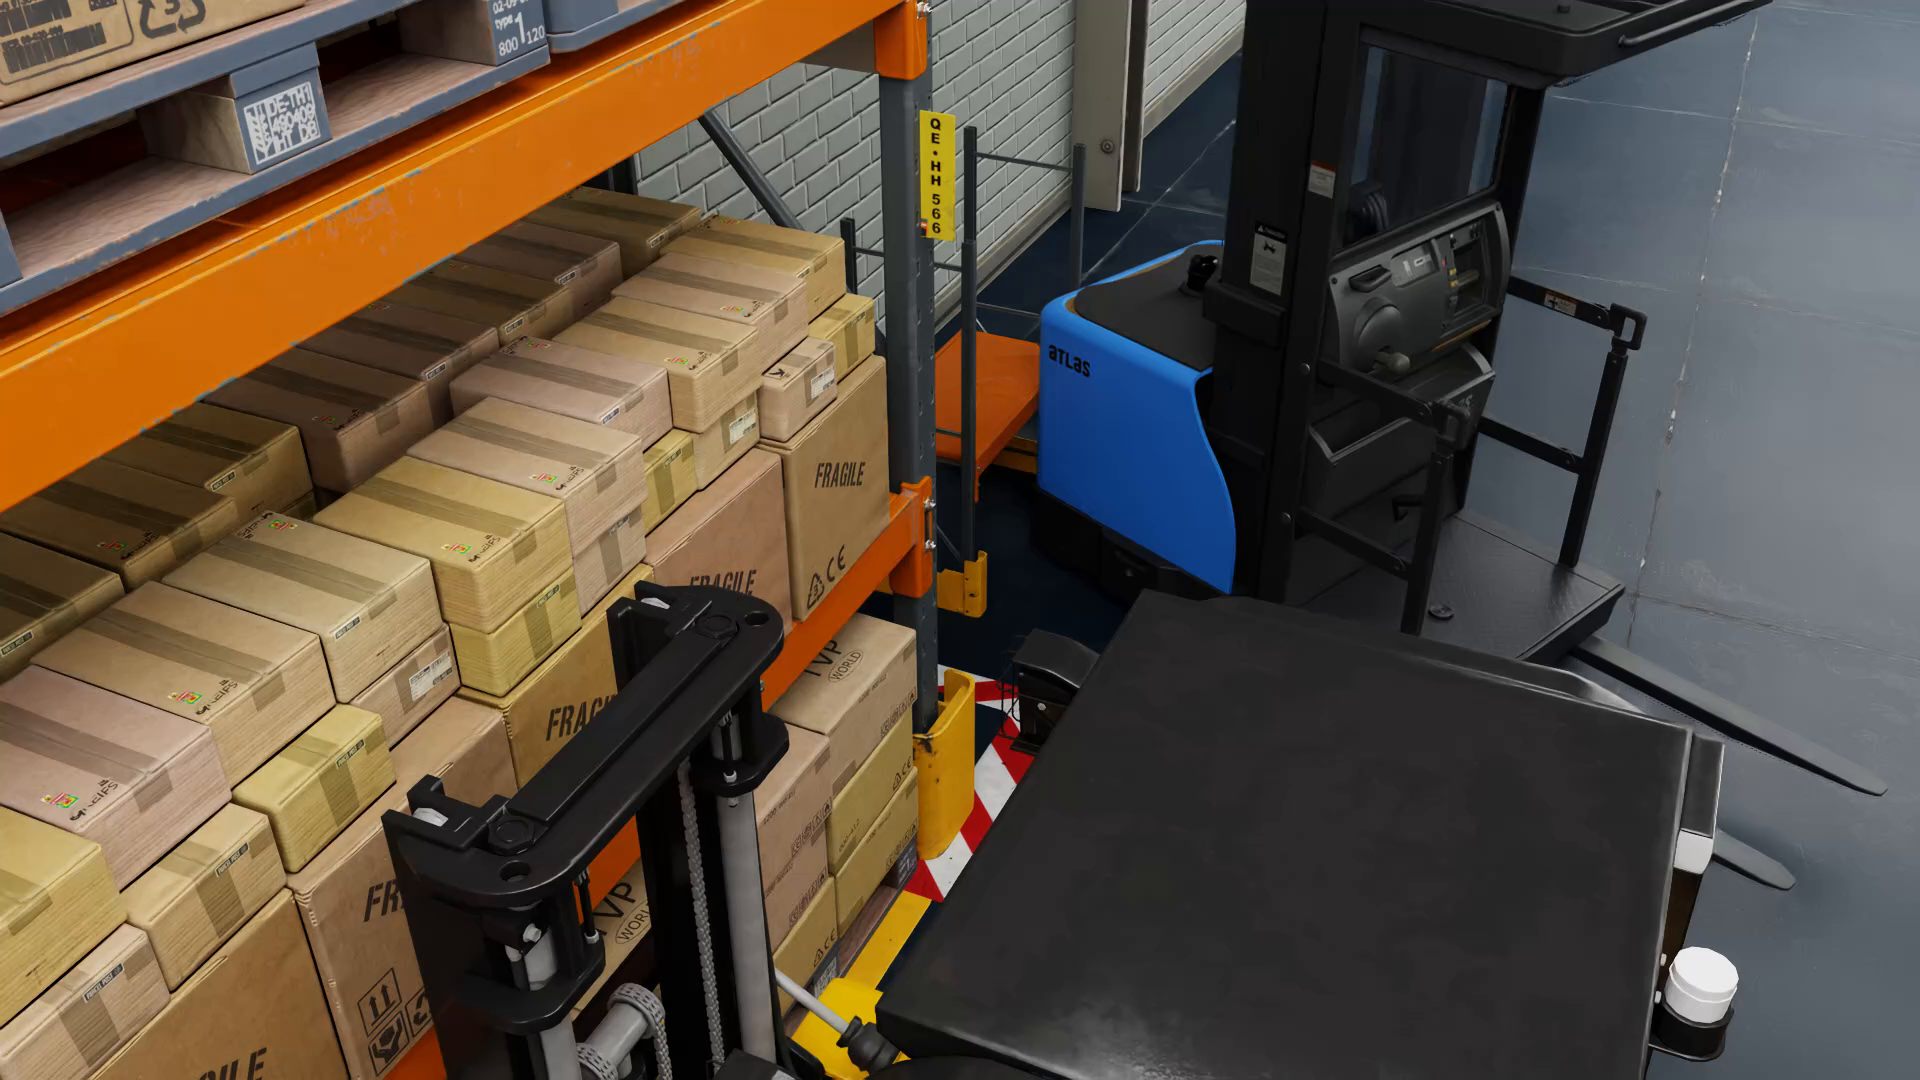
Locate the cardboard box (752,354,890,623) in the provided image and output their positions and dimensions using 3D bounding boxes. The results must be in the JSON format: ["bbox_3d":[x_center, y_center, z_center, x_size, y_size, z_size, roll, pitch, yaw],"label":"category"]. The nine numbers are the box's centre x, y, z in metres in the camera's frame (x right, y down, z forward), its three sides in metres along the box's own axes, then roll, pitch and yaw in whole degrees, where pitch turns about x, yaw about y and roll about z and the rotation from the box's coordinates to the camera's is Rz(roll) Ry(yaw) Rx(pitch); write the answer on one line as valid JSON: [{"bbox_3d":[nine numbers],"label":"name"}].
[{"bbox_3d":[-0.512,-0.182,4.200,0.500,0.500,0.500,13,36,19],"label":"cardboard box"}]

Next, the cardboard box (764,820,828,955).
[{"bbox_3d":[-0.684,0.881,4.339,0.500,0.250,0.500,14,36,20],"label":"cardboard box"}]

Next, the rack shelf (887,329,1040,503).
[{"bbox_3d":[0.036,-0.519,6.502,0.538,0.185,1.000,14,36,20],"label":"rack shelf"}]

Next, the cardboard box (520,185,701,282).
[{"bbox_3d":[-0.880,-0.764,4.226,0.380,0.149,0.250,13,36,20],"label":"cardboard box"}]

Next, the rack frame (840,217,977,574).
[{"bbox_3d":[-0.177,-0.416,6.017,0.500,1.500,0.032,14,36,20],"label":"rack frame"}]

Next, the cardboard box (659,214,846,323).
[{"bbox_3d":[-0.504,-0.656,4.061,0.380,0.149,0.250,14,36,21],"label":"cardboard box"}]

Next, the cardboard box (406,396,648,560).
[{"bbox_3d":[-0.843,-0.127,3.255,0.380,0.149,0.250,15,36,22],"label":"cardboard box"}]

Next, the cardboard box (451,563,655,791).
[{"bbox_3d":[-0.952,0.330,3.420,0.500,0.500,0.500,13,36,20],"label":"cardboard box"}]

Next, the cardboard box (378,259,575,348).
[{"bbox_3d":[-1.117,-0.507,3.834,0.380,0.149,0.250,15,36,21],"label":"cardboard box"}]

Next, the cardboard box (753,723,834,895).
[{"bbox_3d":[-0.663,0.667,4.209,0.500,0.250,0.500,15,36,21],"label":"cardboard box"}]

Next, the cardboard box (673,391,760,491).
[{"bbox_3d":[-0.680,-0.272,3.747,0.380,0.149,0.250,15,36,21],"label":"cardboard box"}]

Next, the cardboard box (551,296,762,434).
[{"bbox_3d":[-0.663,-0.389,3.654,0.380,0.149,0.250,15,36,22],"label":"cardboard box"}]

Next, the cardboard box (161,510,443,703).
[{"bbox_3d":[-1.140,0.109,2.894,0.380,0.149,0.250,15,36,21],"label":"cardboard box"}]

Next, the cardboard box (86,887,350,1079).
[{"bbox_3d":[-1.382,0.828,2.660,0.500,0.500,0.500,14,36,20],"label":"cardboard box"}]

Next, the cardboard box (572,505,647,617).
[{"bbox_3d":[-0.863,-0.007,3.343,0.380,0.149,0.250,13,35,19],"label":"cardboard box"}]

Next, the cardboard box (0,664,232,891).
[{"bbox_3d":[-1.349,0.359,2.513,0.380,0.149,0.250,14,36,20],"label":"cardboard box"}]

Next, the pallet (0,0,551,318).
[{"bbox_3d":[-1.374,-0.707,2.437,1.003,0.211,1.213,14,36,20],"label":"pallet"}]

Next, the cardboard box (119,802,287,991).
[{"bbox_3d":[-1.285,0.505,2.562,0.380,0.149,0.250,13,35,19],"label":"cardboard box"}]

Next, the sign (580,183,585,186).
[{"bbox_3d":[-1.047,-0.971,4.633,0.100,0.325,0.005,14,36,20],"label":"sign"}]

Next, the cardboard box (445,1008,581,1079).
[{"bbox_3d":[-1.084,1.172,3.440,0.500,0.250,0.500,13,36,20],"label":"cardboard box"}]

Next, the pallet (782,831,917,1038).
[{"bbox_3d":[-0.827,1.111,4.862,1.003,0.211,1.213,14,36,20],"label":"pallet"}]

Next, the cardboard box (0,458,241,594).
[{"bbox_3d":[-1.553,-0.001,3.061,0.380,0.149,0.250,14,36,21],"label":"cardboard box"}]

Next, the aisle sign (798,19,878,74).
[{"bbox_3d":[-0.251,-1.498,3.928,0.394,0.787,0.004,14,36,20],"label":"aisle sign"}]

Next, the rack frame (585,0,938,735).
[{"bbox_3d":[-0.545,-0.445,4.693,1.000,3.000,0.127,14,36,20],"label":"rack frame"}]

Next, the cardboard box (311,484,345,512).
[{"bbox_3d":[-1.416,-0.159,3.575,0.380,0.149,0.250,15,36,21],"label":"cardboard box"}]

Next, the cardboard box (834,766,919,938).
[{"bbox_3d":[-0.455,0.836,4.865,0.500,0.250,0.500,14,36,21],"label":"cardboard box"}]

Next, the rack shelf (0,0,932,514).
[{"bbox_3d":[-1.382,-0.403,2.549,1.077,0.370,4.000,14,36,20],"label":"rack shelf"}]

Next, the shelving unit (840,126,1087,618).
[{"bbox_3d":[0.032,-0.665,6.397,0.587,1.500,1.083,14,36,20],"label":"shelving unit"}]

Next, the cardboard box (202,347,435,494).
[{"bbox_3d":[-1.322,-0.250,3.442,0.380,0.149,0.250,15,36,22],"label":"cardboard box"}]

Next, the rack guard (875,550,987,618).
[{"bbox_3d":[-0.176,0.106,6.361,0.587,0.250,0.087,14,36,20],"label":"rack guard"}]

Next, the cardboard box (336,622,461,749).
[{"bbox_3d":[-1.136,0.227,2.986,0.380,0.149,0.250,14,36,20],"label":"cardboard box"}]

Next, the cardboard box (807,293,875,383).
[{"bbox_3d":[-0.436,-0.521,4.127,0.380,0.149,0.250,15,36,21],"label":"cardboard box"}]

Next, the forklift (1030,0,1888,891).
[{"bbox_3d":[1.634,-0.770,5.251,1.130,2.935,3.031,-26,41,-34],"label":"forklift"}]
